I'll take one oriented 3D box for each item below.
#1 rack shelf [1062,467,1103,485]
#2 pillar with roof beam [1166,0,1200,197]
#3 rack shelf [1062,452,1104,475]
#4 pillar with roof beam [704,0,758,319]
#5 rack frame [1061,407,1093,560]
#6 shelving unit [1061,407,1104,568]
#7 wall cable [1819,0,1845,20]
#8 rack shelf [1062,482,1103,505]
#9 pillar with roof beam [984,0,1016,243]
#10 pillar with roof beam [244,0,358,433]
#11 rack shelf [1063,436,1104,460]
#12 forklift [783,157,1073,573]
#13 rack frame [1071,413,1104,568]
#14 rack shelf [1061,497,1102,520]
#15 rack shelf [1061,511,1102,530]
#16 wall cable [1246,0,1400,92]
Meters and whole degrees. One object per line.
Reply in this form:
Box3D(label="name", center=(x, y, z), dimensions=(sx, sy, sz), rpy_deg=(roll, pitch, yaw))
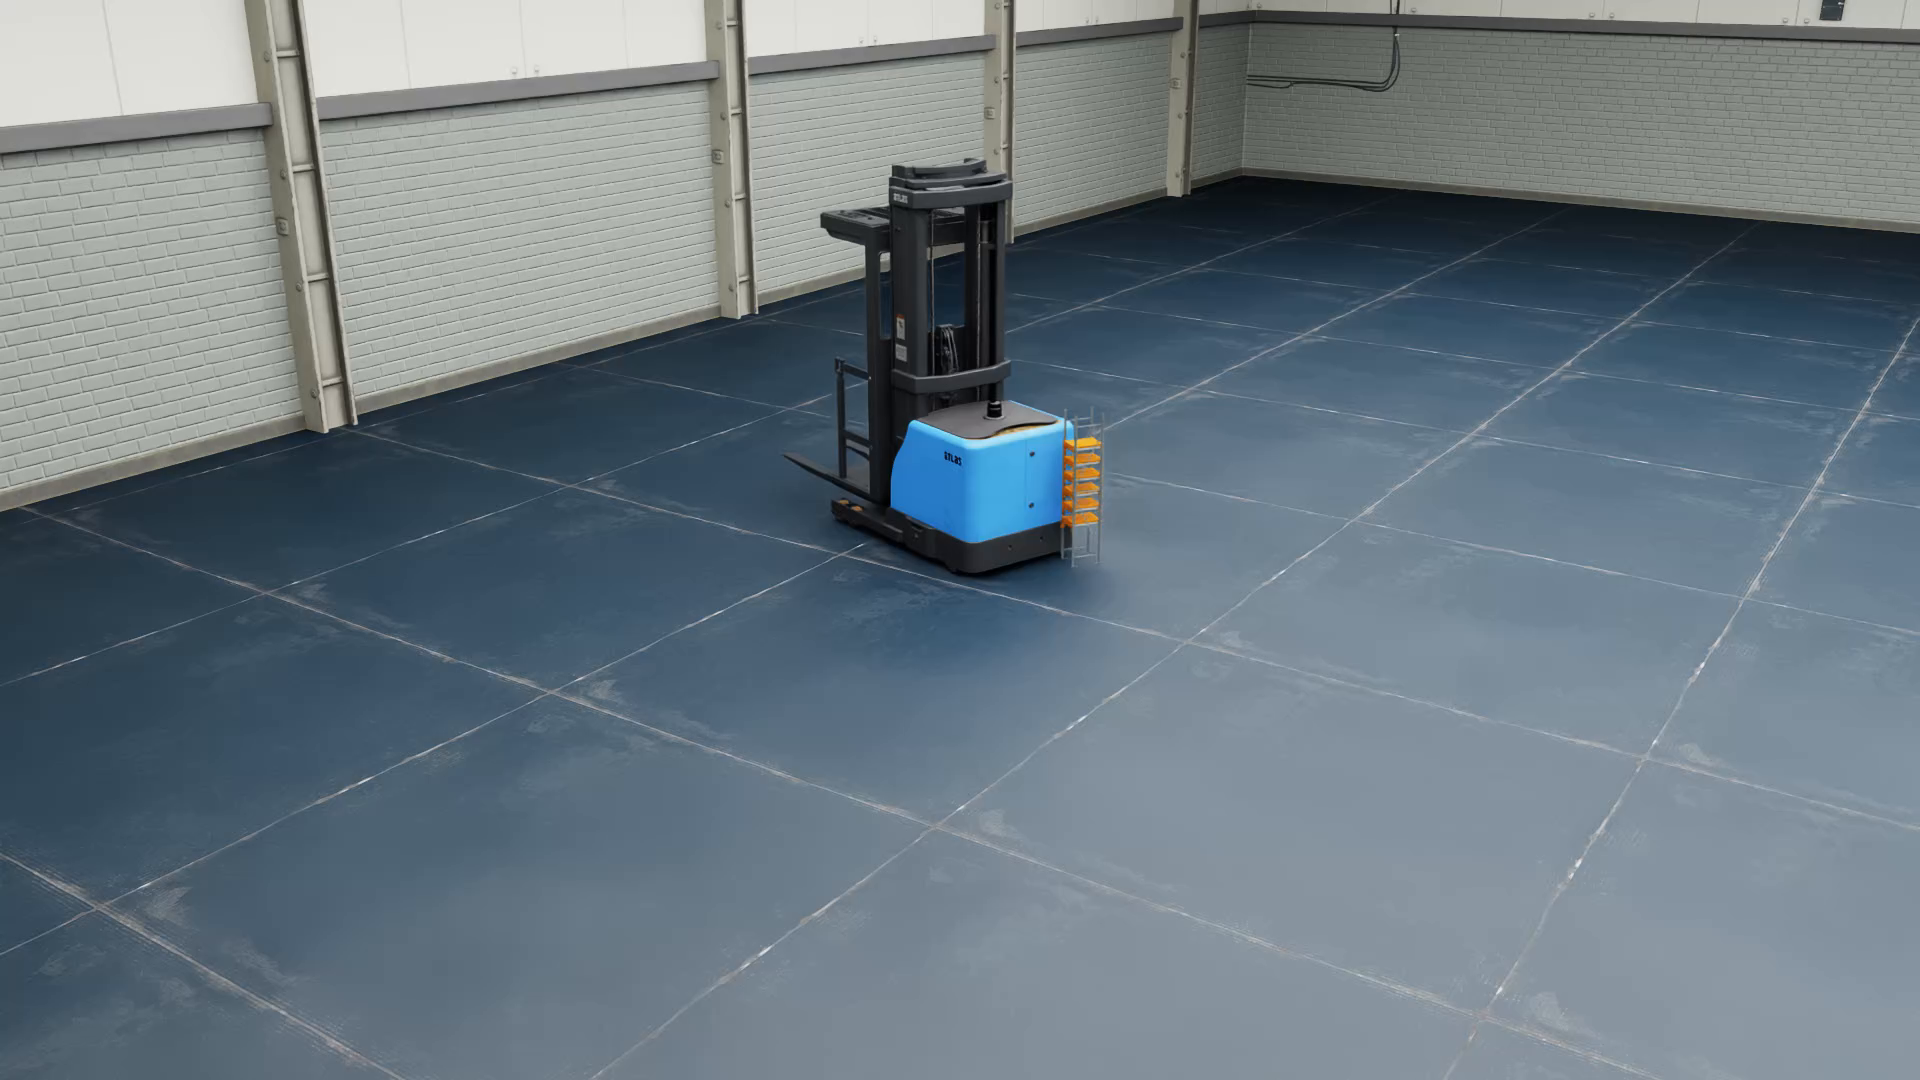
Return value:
Box3D(label="rack shelf", center=(0.926, -0.467, 12.580), dimensions=(0.258, 0.103, 0.180), rpy_deg=(-8, 22, -21))
Box3D(label="pillar with roof beam", center=(7.525, -9.662, 26.414), dimensions=(9.100, 9.000, 0.400), rpy_deg=(13, 24, 32))
Box3D(label="rack shelf", center=(0.926, -0.580, 12.539), dimensions=(0.258, 0.103, 0.180), rpy_deg=(-8, 22, -21))
Box3D(label="pillar with roof beam", center=(0.779, -6.219, 17.106), dimensions=(9.100, 9.000, 0.400), rpy_deg=(13, 24, 32))
Box3D(label="rack frame", center=(0.891, -0.426, 12.686), dimensions=(0.240, 1.200, 0.006), rpy_deg=(-8, 22, -21))
Box3D(label="shelving unit", center=(0.926, -0.396, 12.607), dimensions=(0.258, 1.200, 0.189), rpy_deg=(-8, 22, -21))
Box3D(label="wall cable", center=(14.557, -10.828, 24.664), dimensions=(2.305, 6.003, 0.169), rpy_deg=(13, 24, 32))
Box3D(label="rack shelf", center=(0.926, -0.355, 12.622), dimensions=(0.258, 0.103, 0.180), rpy_deg=(-8, 22, -21))
Box3D(label="pillar with roof beam", center=(4.152, -7.940, 21.760), dimensions=(9.100, 9.000, 0.400), rpy_deg=(13, 24, 32))
Box3D(label="pillar with roof beam", center=(-2.594, -4.497, 12.451), dimensions=(9.100, 9.000, 0.400), rpy_deg=(13, 24, 32))
Box3D(label="rack shelf", center=(0.926, -0.692, 12.497), dimensions=(0.258, 0.103, 0.180), rpy_deg=(-8, 22, -21))
Box3D(label="forklift", center=(-0.401, -1.576, 13.300), dimensions=(1.130, 2.935, 3.031), rpy_deg=(-14, 25, -34))
Box3D(label="rack frame", center=(0.961, -0.367, 12.527), dimensions=(0.240, 1.200, 0.006), rpy_deg=(-8, 22, -21))
Box3D(label="rack shelf", center=(0.926, -0.242, 12.664), dimensions=(0.258, 0.103, 0.180), rpy_deg=(-8, 22, -21))
Box3D(label="rack shelf", center=(0.926, -0.129, 12.705), dimensions=(0.258, 0.103, 0.180), rpy_deg=(-8, 22, -21))
Box3D(label="wall cable", center=(6.714, -9.632, 30.810), dimensions=(3.097, 2.526, 0.112), rpy_deg=(13, 24, 32))
